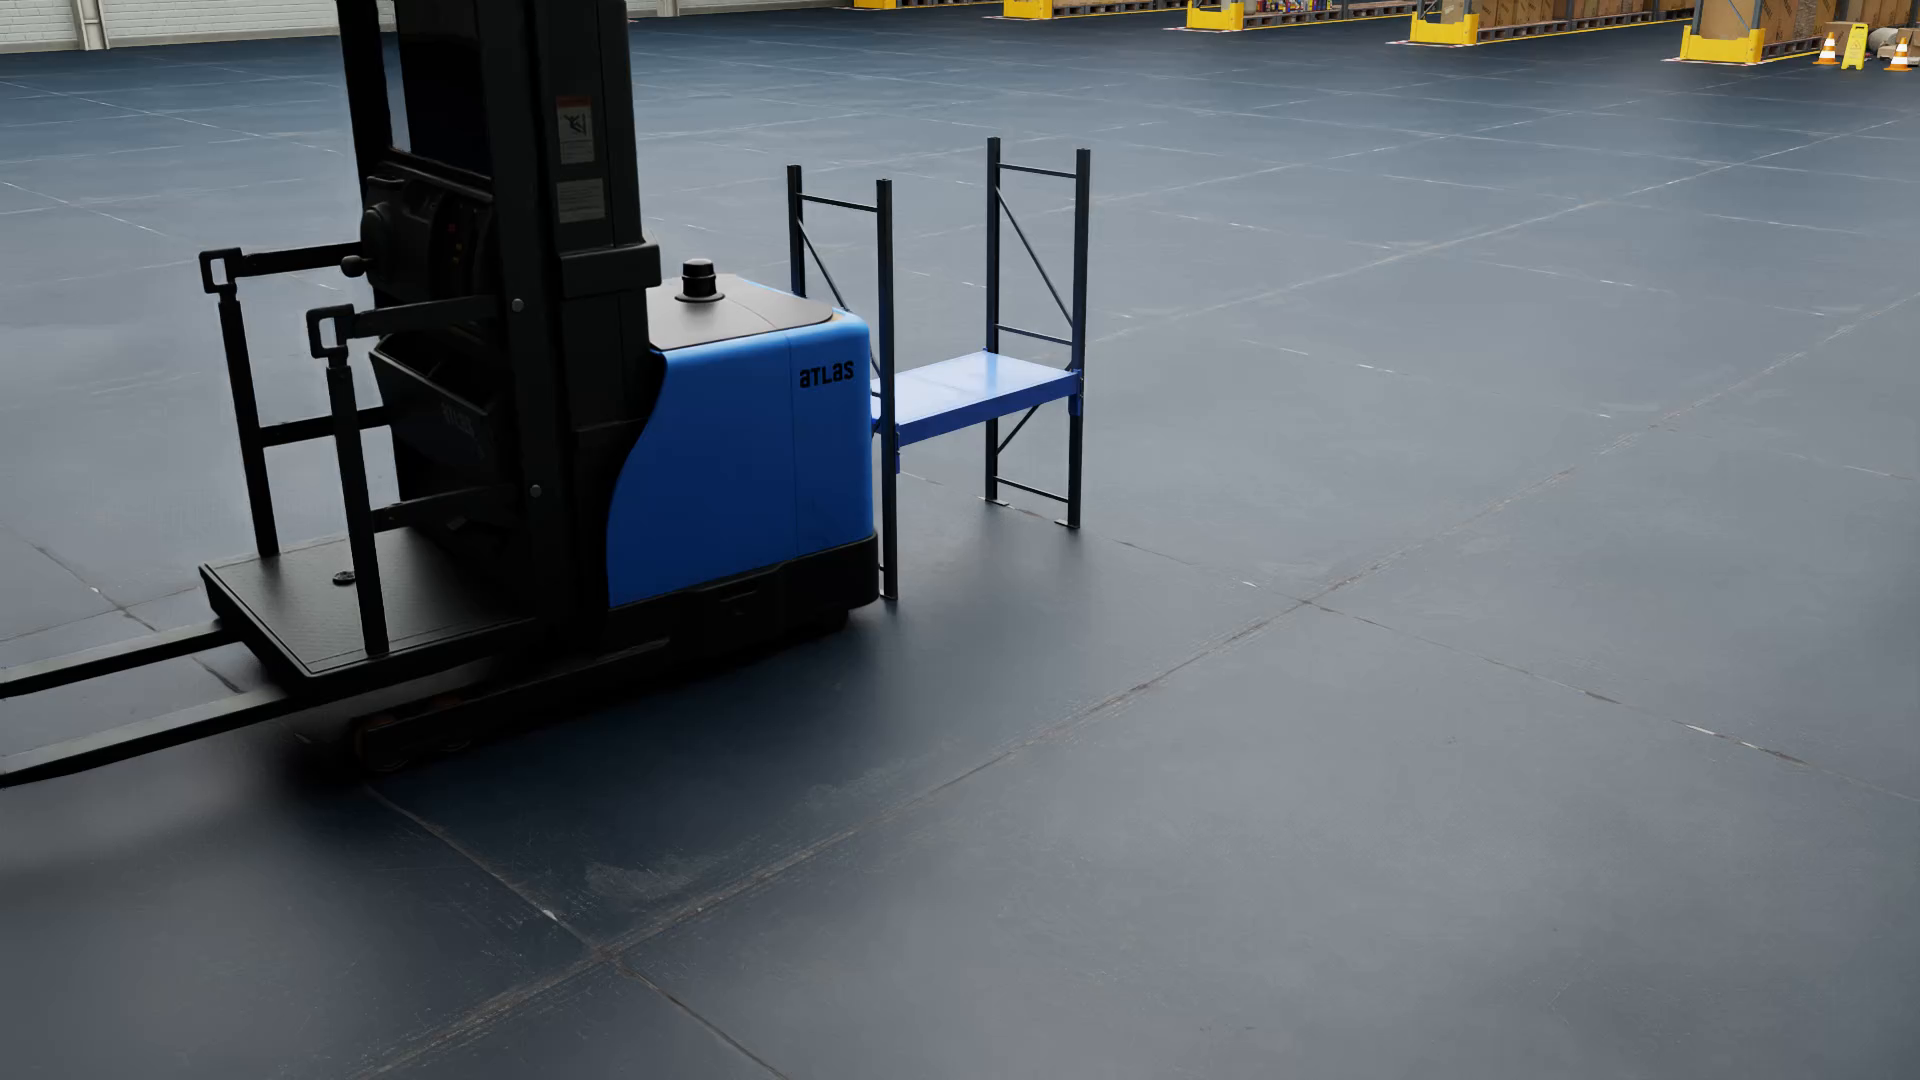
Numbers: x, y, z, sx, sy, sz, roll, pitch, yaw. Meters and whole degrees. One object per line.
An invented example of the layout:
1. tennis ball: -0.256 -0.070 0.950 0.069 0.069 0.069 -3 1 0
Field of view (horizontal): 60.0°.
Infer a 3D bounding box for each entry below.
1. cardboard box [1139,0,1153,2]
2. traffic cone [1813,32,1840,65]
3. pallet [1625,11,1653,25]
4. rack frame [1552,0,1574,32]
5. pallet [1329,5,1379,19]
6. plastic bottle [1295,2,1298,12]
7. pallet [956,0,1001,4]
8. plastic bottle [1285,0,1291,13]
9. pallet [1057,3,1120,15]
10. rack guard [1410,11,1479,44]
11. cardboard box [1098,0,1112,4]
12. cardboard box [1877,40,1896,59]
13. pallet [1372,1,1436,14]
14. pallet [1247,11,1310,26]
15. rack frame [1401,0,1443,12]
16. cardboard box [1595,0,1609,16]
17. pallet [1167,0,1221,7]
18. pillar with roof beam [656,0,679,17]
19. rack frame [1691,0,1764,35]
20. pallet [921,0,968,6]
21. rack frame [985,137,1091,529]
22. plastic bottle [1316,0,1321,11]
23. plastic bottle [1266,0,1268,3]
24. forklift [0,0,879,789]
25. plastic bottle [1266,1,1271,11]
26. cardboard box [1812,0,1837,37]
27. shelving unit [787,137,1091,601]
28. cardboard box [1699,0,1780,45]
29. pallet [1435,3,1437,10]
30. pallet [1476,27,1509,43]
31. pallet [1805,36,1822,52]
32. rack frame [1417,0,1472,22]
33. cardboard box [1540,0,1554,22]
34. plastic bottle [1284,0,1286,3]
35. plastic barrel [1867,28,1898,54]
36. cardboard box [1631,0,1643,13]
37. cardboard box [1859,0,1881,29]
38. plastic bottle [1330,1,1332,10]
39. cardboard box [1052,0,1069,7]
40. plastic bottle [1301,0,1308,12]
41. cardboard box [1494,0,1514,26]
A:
1. cardboard box: 4.106 -12.530 38.241 0.500 0.250 0.500 19 28 41
2. traffic cone: 13.449 -7.613 25.736 0.336 0.463 0.334 19 28 41
3. pallet: 13.612 -10.837 34.476 1.003 0.211 1.213 19 28 41
4. rack frame: 11.368 -11.311 31.823 1.000 3.000 0.127 19 28 41
5. pallet: 8.339 -11.461 36.099 1.003 0.211 1.213 19 28 41
6. plastic bottle: 6.895 -10.949 34.168 0.097 0.201 0.097 0 21 0
7. pallet: 0.278 -13.547 41.527 1.003 0.211 1.213 19 28 41
8. plastic bottle: 6.688 -10.902 33.930 0.133 0.283 0.061 -20 28 -41
9. pallet: 2.837 -11.981 37.452 1.003 0.211 1.213 19 28 41
10. rack guard: 8.630 -9.136 29.647 1.175 0.500 0.348 19 28 41
11. cardboard box: 3.063 -12.143 37.235 0.500 0.250 0.500 19 28 41
12. cardboard box: 14.972 -7.865 26.667 0.258 0.266 0.396 -14 25 -33
13. pallet: 10.041 -12.088 37.730 1.003 0.211 1.213 19 28 41
14. pallet: 6.470 -10.772 34.306 1.003 0.211 1.213 19 28 41
15. rack frame: 10.610 -13.579 37.723 1.000 3.000 0.127 19 28 41
16. cardboard box: 12.548 -10.764 33.270 0.700 0.500 0.500 16 26 36
17. pallet: 5.610 -13.004 40.114 1.003 0.211 1.213 19 28 41
18. pillar with roof beam: -3.302 -14.579 31.963 9.100 9.000 0.400 19 28 41
19. rack frame: 12.061 -9.016 25.850 1.000 3.000 0.127 19 28 41
20. pallet: -0.573 -13.232 40.707 1.003 0.211 1.213 19 28 41
21. rack frame: 0.295 -0.809 6.588 0.500 1.500 0.032 19 28 41
22. plastic bottle: 7.442 -11.233 34.697 0.144 0.351 0.185 18 27 38
23. plastic bottle: 6.288 -11.132 34.540 0.152 0.276 0.135 18 28 39
24. forklift: -1.757 -0.910 4.856 3.031 2.935 1.130 -16 26 -35
25. plastic bottle: 6.390 -11.071 34.484 0.097 0.201 0.097 0 21 0
26. cardboard box: 14.362 -9.104 28.456 0.875 0.875 0.875 -20 28 -41
27. shelving unit: -0.060 -0.678 6.248 0.538 1.500 1.048 19 28 41
28. cardboard box: 12.486 -8.411 26.653 0.875 0.875 0.875 19 28 41
29. pallet: 11.130 -12.491 38.778 1.003 0.211 1.213 19 28 41
30. pallet: 9.222 -9.201 30.219 1.003 0.211 1.213 19 28 41
31. pallet: 14.265 -8.566 28.568 1.003 0.211 1.213 19 28 41
32. rack frame: 8.577 -10.283 29.148 1.000 3.000 0.127 19 28 41
33. cardboard box: 11.060 -10.248 31.954 0.500 0.500 0.500 18 28 39
34. plastic bottle: 6.827 -11.368 35.048 0.144 0.351 0.185 18 27 38
35. plastic barrel: 15.159 -8.166 27.230 0.421 0.421 0.512 -2 21 -5
36. cardboard box: 13.705 -11.201 34.406 0.700 0.500 0.500 17 27 38
37. cardboard box: 15.895 -9.619 29.970 1.050 0.750 0.750 19 28 41
38. plastic bottle: 7.789 -11.279 35.025 0.097 0.201 0.097 0 21 0
39. cardboard box: 2.016 -11.758 36.232 0.500 0.250 0.500 19 28 41
40. plastic bottle: 7.101 -11.074 34.389 0.135 0.276 0.152 -20 28 -41
41. cardboard box: 9.868 -9.787 30.756 0.500 0.500 0.500 -17 27 -37
